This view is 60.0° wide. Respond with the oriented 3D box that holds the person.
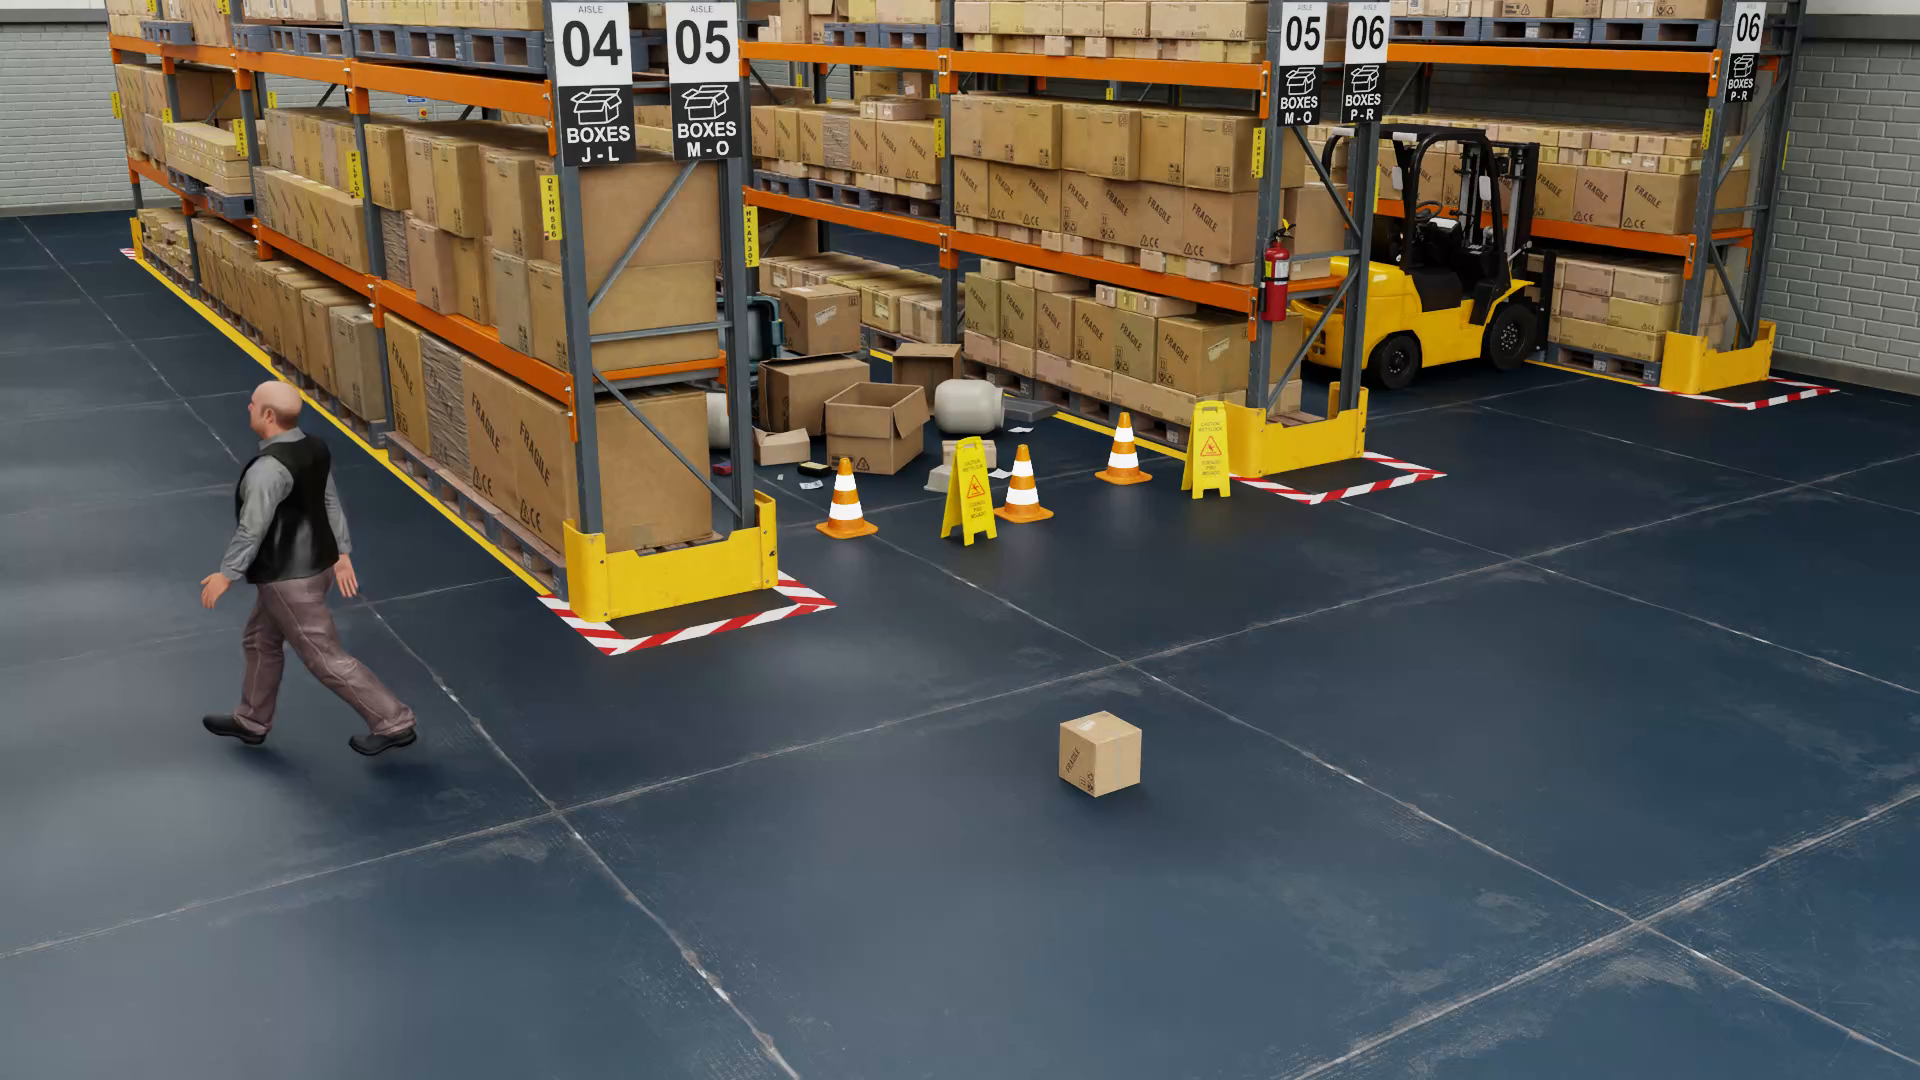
[{"bbox_3d":[-2.904,0.145,7.153,1.038,1.679,0.550,0,18,0],"label":"person"}]
